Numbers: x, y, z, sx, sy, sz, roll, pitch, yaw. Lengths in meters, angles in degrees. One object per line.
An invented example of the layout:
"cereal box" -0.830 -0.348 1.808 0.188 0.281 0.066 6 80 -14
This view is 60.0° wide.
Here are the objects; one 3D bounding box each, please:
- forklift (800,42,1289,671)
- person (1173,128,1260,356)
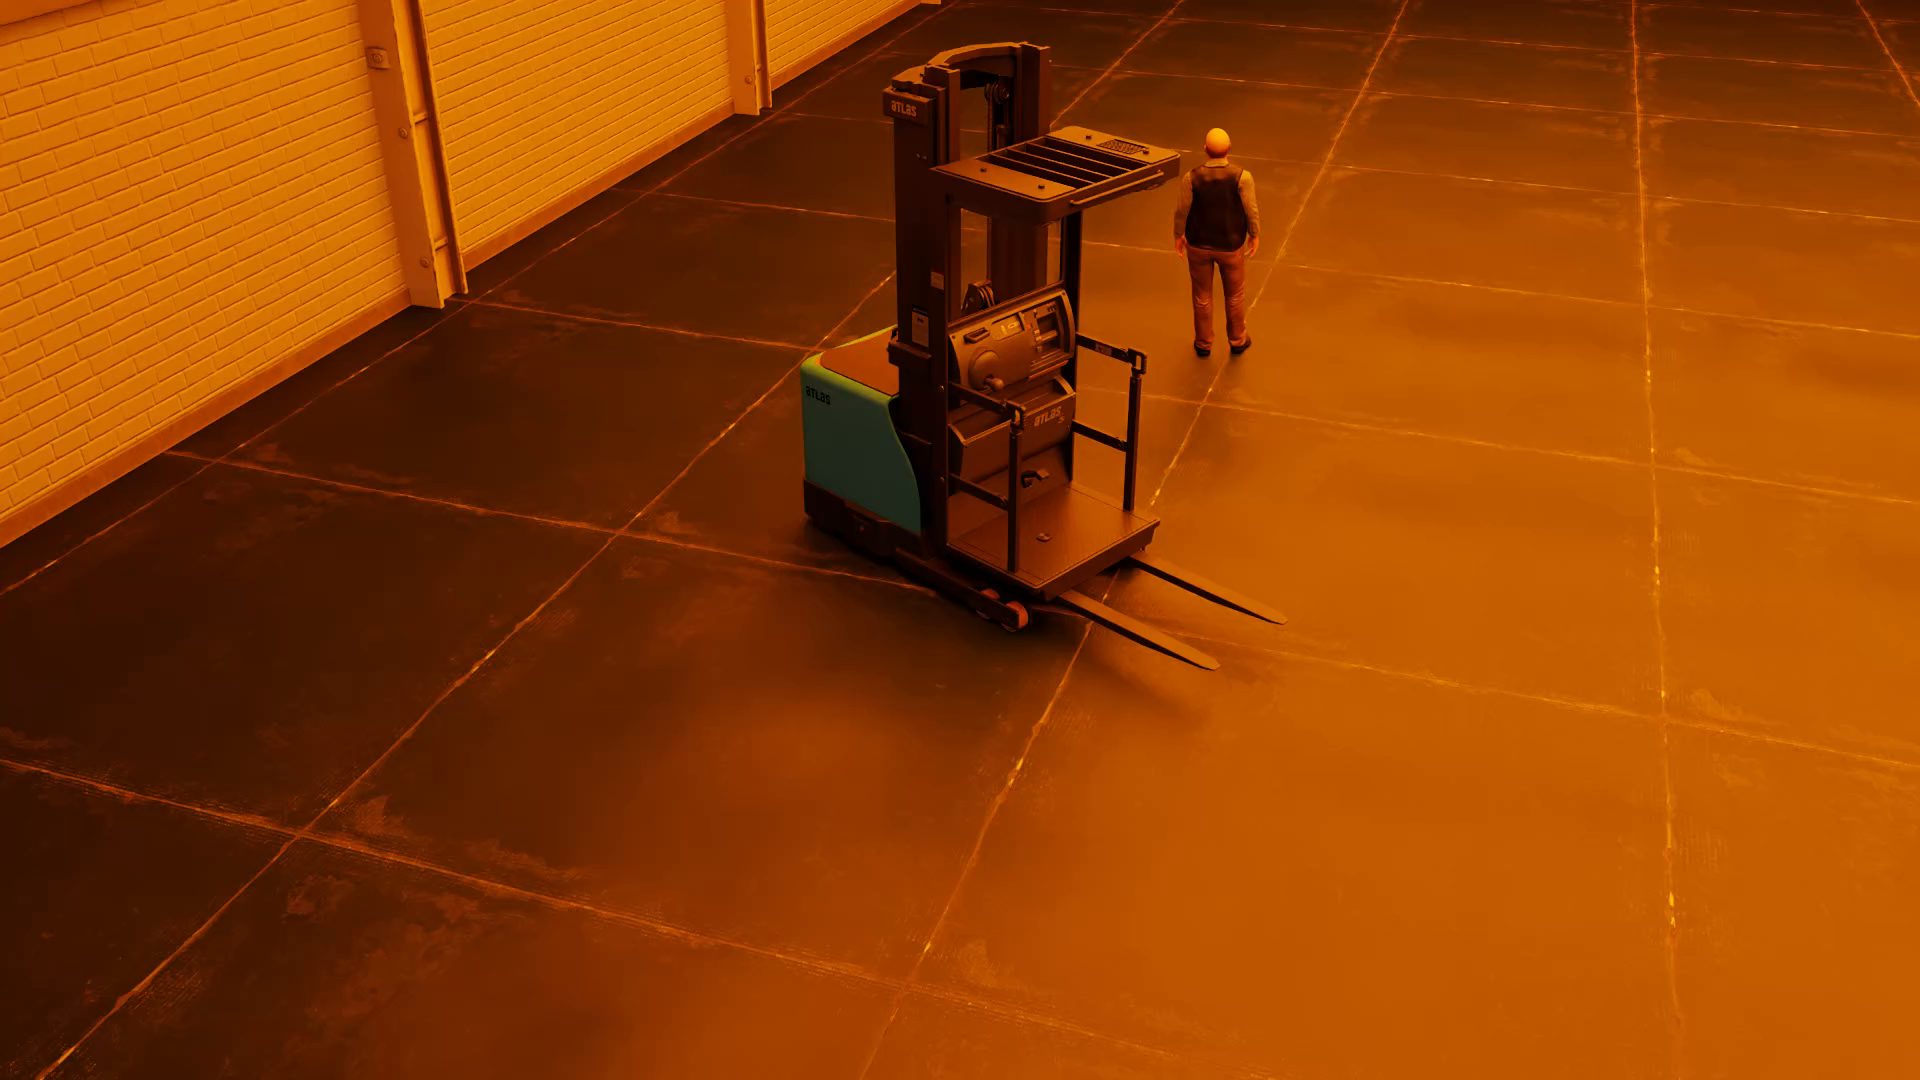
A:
"forklift" 0.445 -1.057 8.992 3.031 2.935 1.130 26 39 37
"person" 1.879 -2.187 12.179 0.632 1.720 0.569 6 30 11
